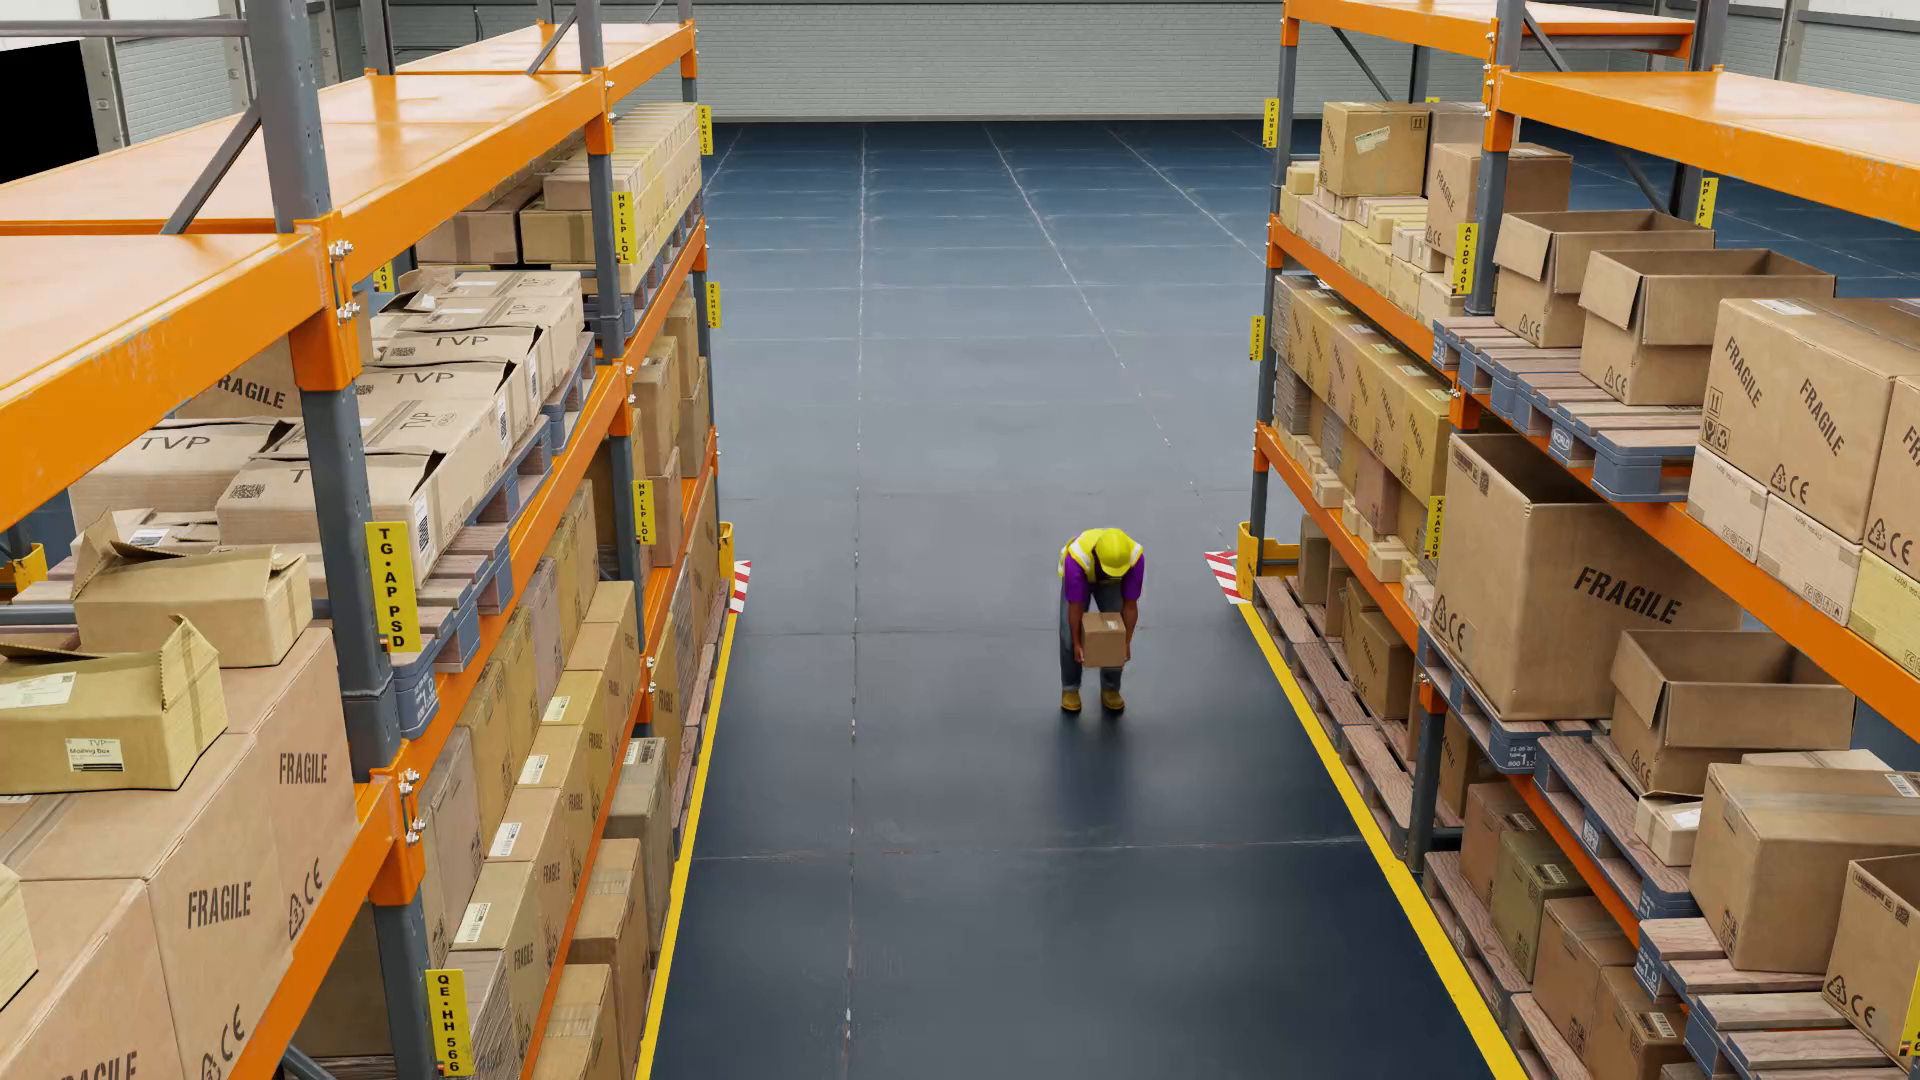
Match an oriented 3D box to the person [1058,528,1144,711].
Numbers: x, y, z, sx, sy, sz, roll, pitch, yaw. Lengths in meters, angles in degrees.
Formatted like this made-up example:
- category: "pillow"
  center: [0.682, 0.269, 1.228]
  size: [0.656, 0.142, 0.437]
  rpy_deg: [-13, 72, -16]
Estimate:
- category: "person"
  center: [0.876, 0.469, 10.330]
  size: [0.490, 1.376, 0.897]
  rpy_deg: [-2, 20, -5]
